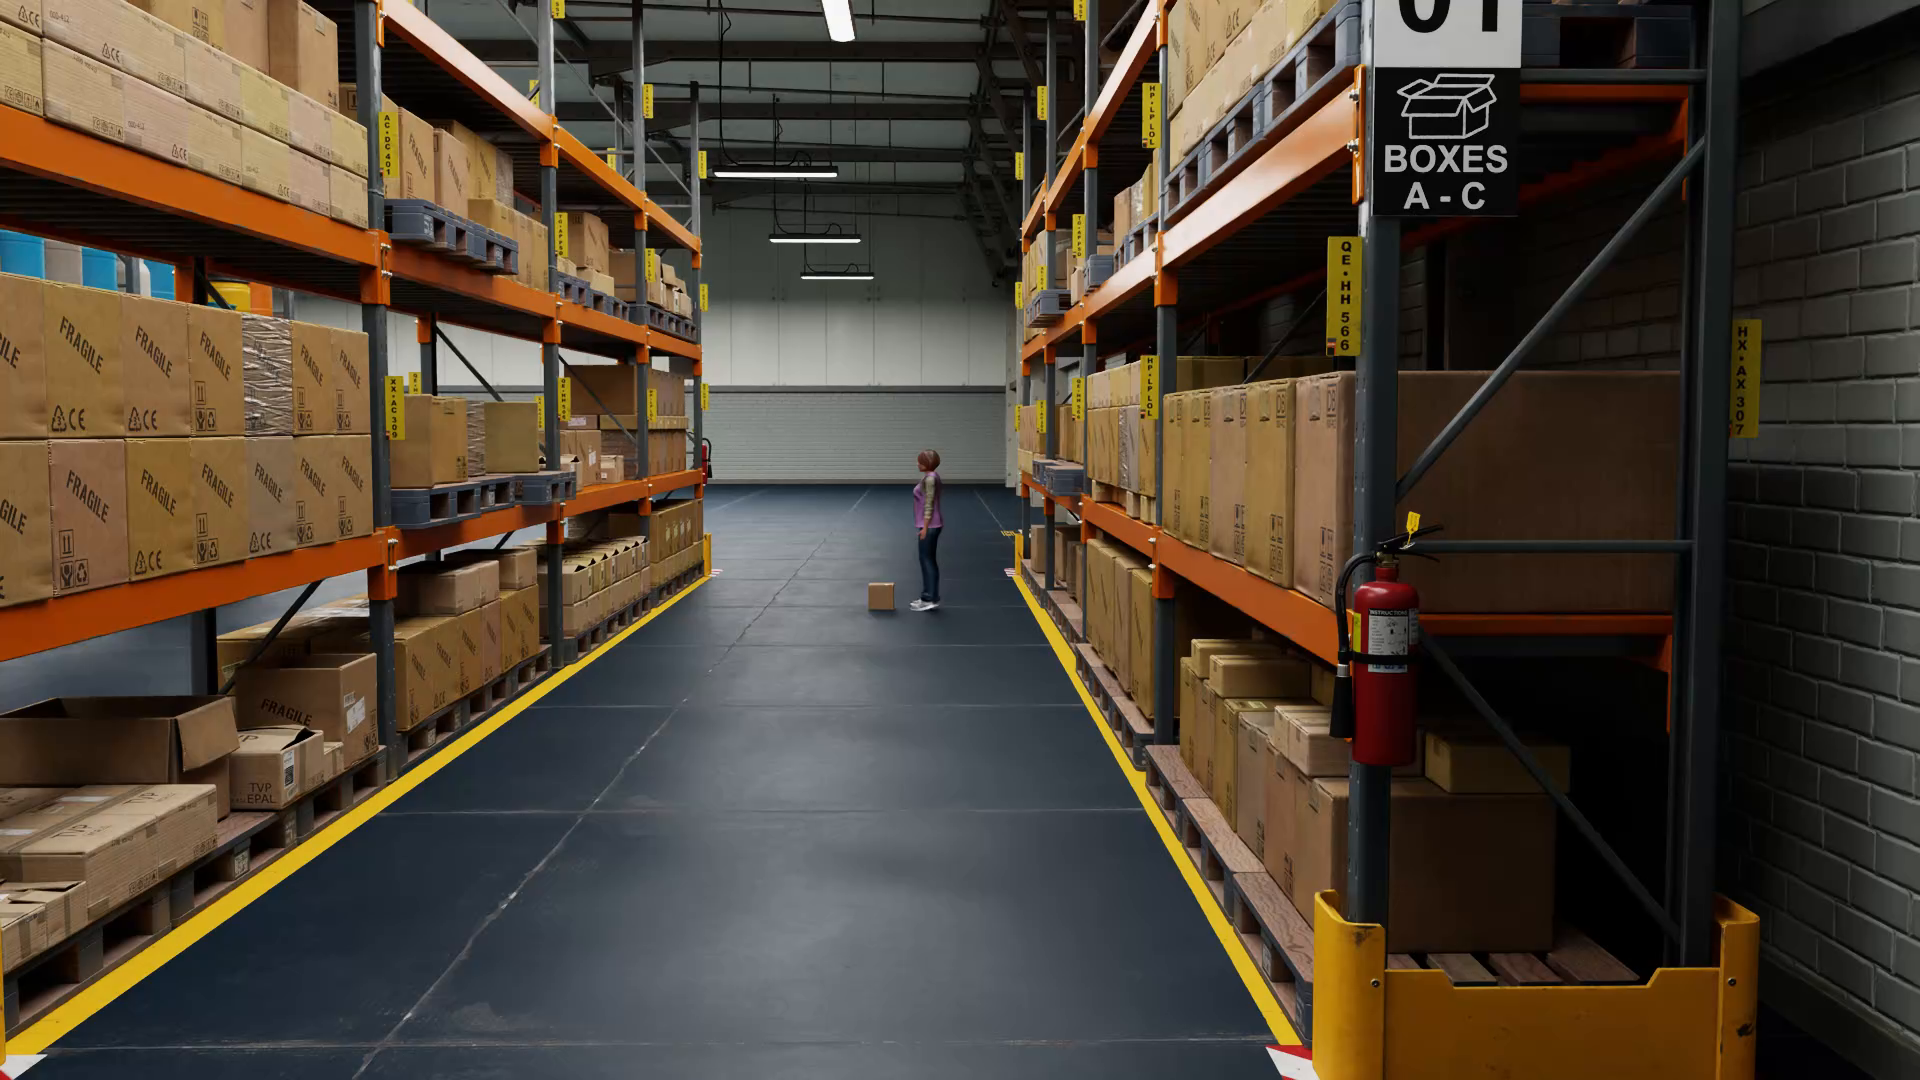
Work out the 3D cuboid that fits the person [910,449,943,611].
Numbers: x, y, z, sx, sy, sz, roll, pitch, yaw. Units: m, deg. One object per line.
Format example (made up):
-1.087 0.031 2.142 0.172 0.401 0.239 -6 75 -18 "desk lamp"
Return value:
-0.332 -0.103 16.719 0.329 1.616 0.464 0 4 4 "person"
